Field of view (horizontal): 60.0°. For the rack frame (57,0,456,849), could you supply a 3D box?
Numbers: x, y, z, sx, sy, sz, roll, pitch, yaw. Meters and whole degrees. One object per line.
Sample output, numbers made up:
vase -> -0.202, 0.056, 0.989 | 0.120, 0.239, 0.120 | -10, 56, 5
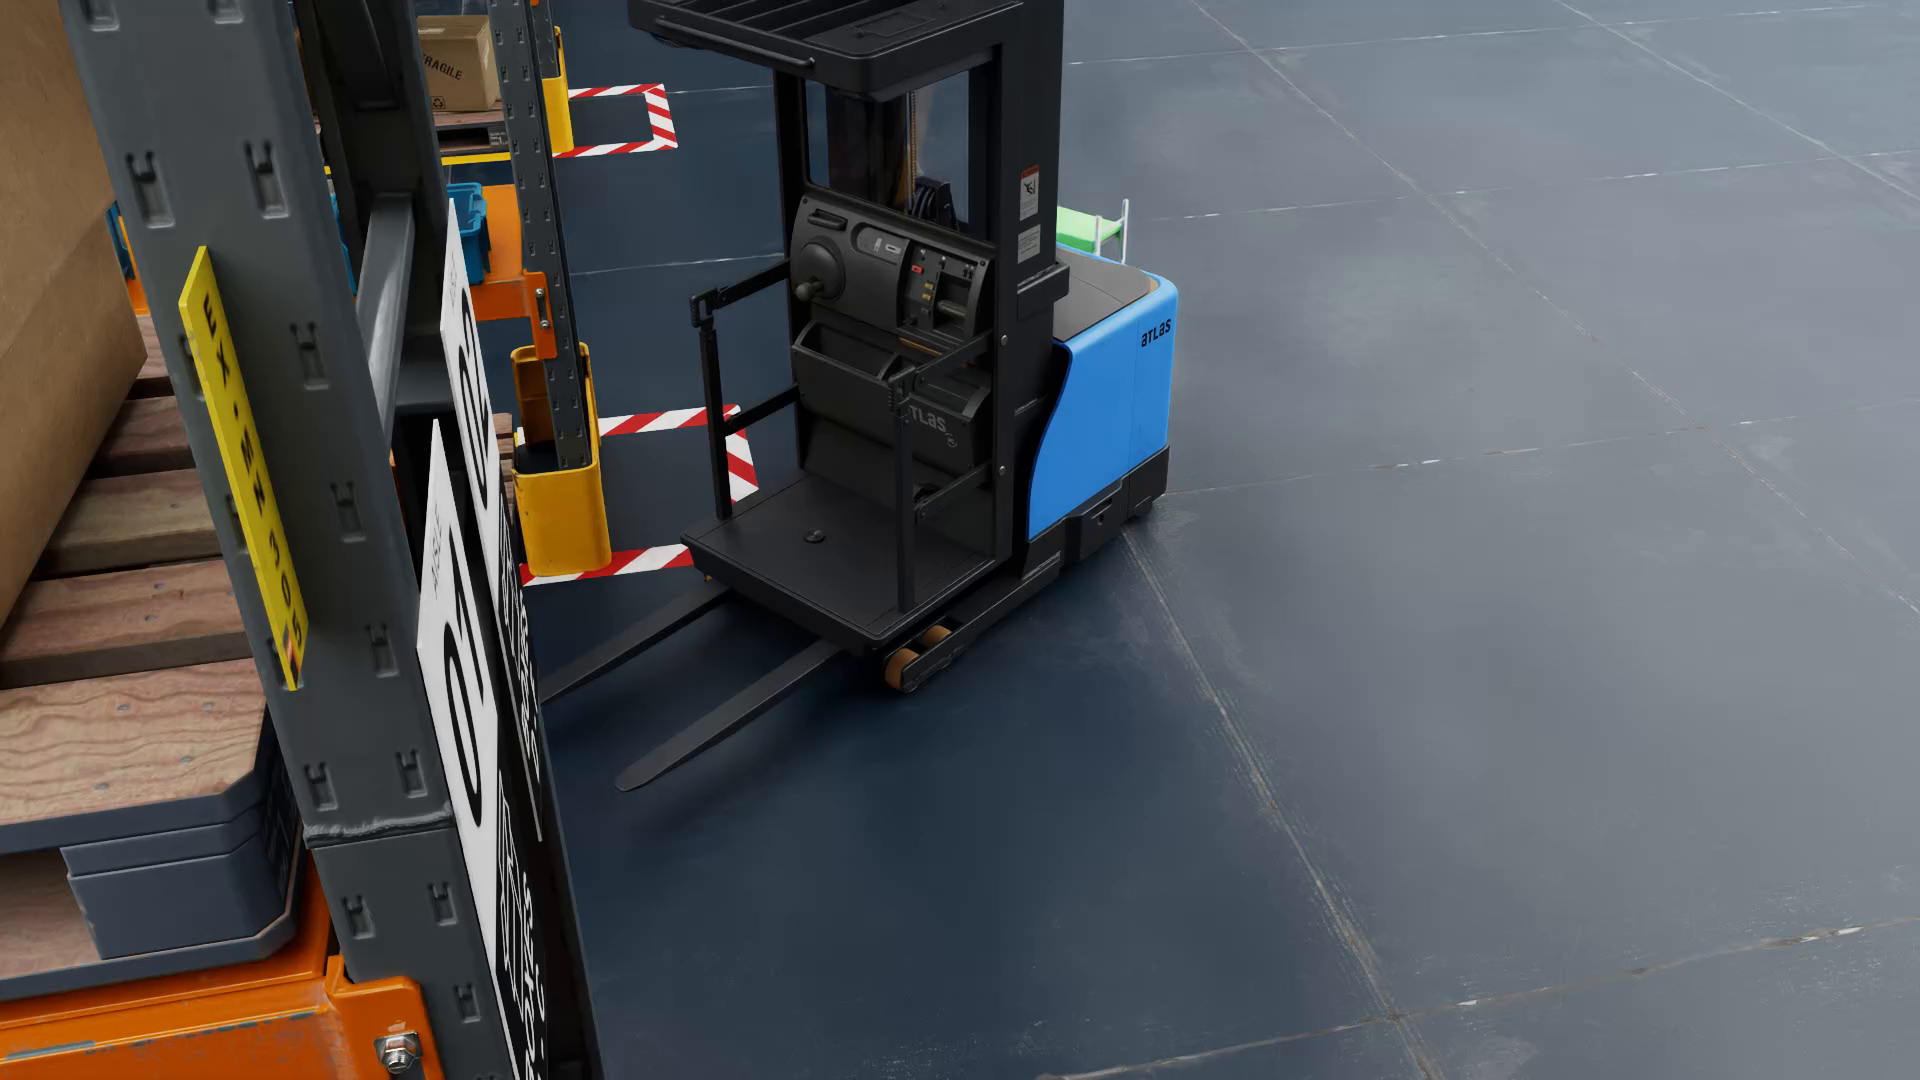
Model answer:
rack frame -> -0.622, -1.253, 1.042 | 0.127, 3.000, 1.000 | -7, 35, -11

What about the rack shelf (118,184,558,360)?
rack shelf -> -3.662, -0.910, 6.560 | 4.000, 0.370, 1.077 | -7, 35, -11

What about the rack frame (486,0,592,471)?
rack frame -> -1.712, -1.455, 6.726 | 0.127, 3.000, 1.000 | -7, 35, -11

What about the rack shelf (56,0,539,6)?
rack shelf -> -4.755, -3.602, 10.571 | 4.000, 0.370, 1.077 | -7, 35, -11

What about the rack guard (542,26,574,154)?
rack guard -> -2.878, -3.099, 11.420 | 0.348, 0.500, 1.175 | -7, 35, -11

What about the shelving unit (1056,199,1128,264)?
shelving unit -> 0.470, -1.031, 7.709 | 0.503, 1.200, 0.258 | 23, 40, 30

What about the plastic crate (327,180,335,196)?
plastic crate -> -2.655, -1.410, 6.896 | 0.250, 0.136, 0.298 | -7, 35, -11

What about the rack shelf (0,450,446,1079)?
rack shelf -> -2.573, 0.537, 1.711 | 4.000, 0.370, 1.077 | -7, 35, -11

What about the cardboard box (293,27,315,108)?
cardboard box -> -4.607, -3.056, 10.979 | 0.500, 0.500, 0.500 | -4, 34, -6

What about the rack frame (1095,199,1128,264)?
rack frame -> 0.665, -0.950, 7.588 | 0.015, 1.200, 0.240 | 23, 40, 30

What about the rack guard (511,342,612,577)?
rack guard -> -1.775, -0.382, 7.370 | 0.348, 0.500, 1.175 | -7, 35, -11

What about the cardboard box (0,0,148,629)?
cardboard box -> -1.184, -0.215, 1.591 | 0.637, 0.503, 0.797 | -5, 34, -7

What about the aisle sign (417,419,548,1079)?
aisle sign -> -0.494, 0.310, 1.763 | 0.004, 0.787, 0.394 | -7, 35, -11

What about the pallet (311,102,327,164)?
pallet -> -4.866, -2.751, 11.159 | 1.213, 0.211, 1.003 | -7, 35, -11

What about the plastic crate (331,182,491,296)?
plastic crate -> -2.134, -1.169, 6.433 | 0.616, 0.251, 0.499 | -7, 35, -11

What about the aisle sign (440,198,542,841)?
aisle sign -> -0.626, -0.016, 2.249 | 0.004, 0.787, 0.394 | -7, 35, -11

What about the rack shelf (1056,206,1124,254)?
rack shelf -> 0.469, -1.376, 7.476 | 0.480, 0.148, 0.258 | 23, 40, 30

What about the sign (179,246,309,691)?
sign -> -0.516, -0.046, 1.211 | 0.005, 0.325, 0.100 | -7, 35, -11

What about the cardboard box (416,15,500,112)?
cardboard box -> -3.417, -3.215, 11.216 | 0.500, 0.500, 0.500 | -1, 34, -2

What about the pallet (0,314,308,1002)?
pallet -> -1.318, 0.102, 1.793 | 1.213, 0.211, 1.003 | -7, 35, -11

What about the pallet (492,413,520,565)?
pallet -> -2.569, -0.165, 7.306 | 1.213, 0.211, 1.003 | -7, 35, -11

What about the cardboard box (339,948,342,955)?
cardboard box -> -1.132, 0.715, 2.239 | 0.500, 0.500, 0.700 | -7, 35, -10

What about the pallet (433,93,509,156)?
pallet -> -3.679, -2.899, 11.380 | 1.213, 0.211, 1.003 | -7, 35, -11

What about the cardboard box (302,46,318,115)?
cardboard box -> -3.992, -3.123, 11.079 | 0.500, 0.500, 0.500 | 1, 34, 2

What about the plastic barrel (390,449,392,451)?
plastic barrel -> -2.337, -0.473, 7.119 | 0.421, 0.512, 0.421 | 0, 34, 0

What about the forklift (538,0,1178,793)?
forklift -> -0.407, -0.949, 6.034 | 1.130, 2.935, 3.031 | 25, 41, 32

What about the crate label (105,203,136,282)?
crate label -> -3.447, -1.096, 6.160 | 0.616, 0.435, 0.502 | -7, 35, -11

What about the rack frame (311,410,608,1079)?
rack frame -> -0.622, 1.238, 2.713 | 0.127, 3.000, 1.000 | -7, 35, -11

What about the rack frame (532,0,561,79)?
rack frame -> -2.804, -4.146, 10.737 | 0.127, 3.000, 1.000 | -7, 35, -11
